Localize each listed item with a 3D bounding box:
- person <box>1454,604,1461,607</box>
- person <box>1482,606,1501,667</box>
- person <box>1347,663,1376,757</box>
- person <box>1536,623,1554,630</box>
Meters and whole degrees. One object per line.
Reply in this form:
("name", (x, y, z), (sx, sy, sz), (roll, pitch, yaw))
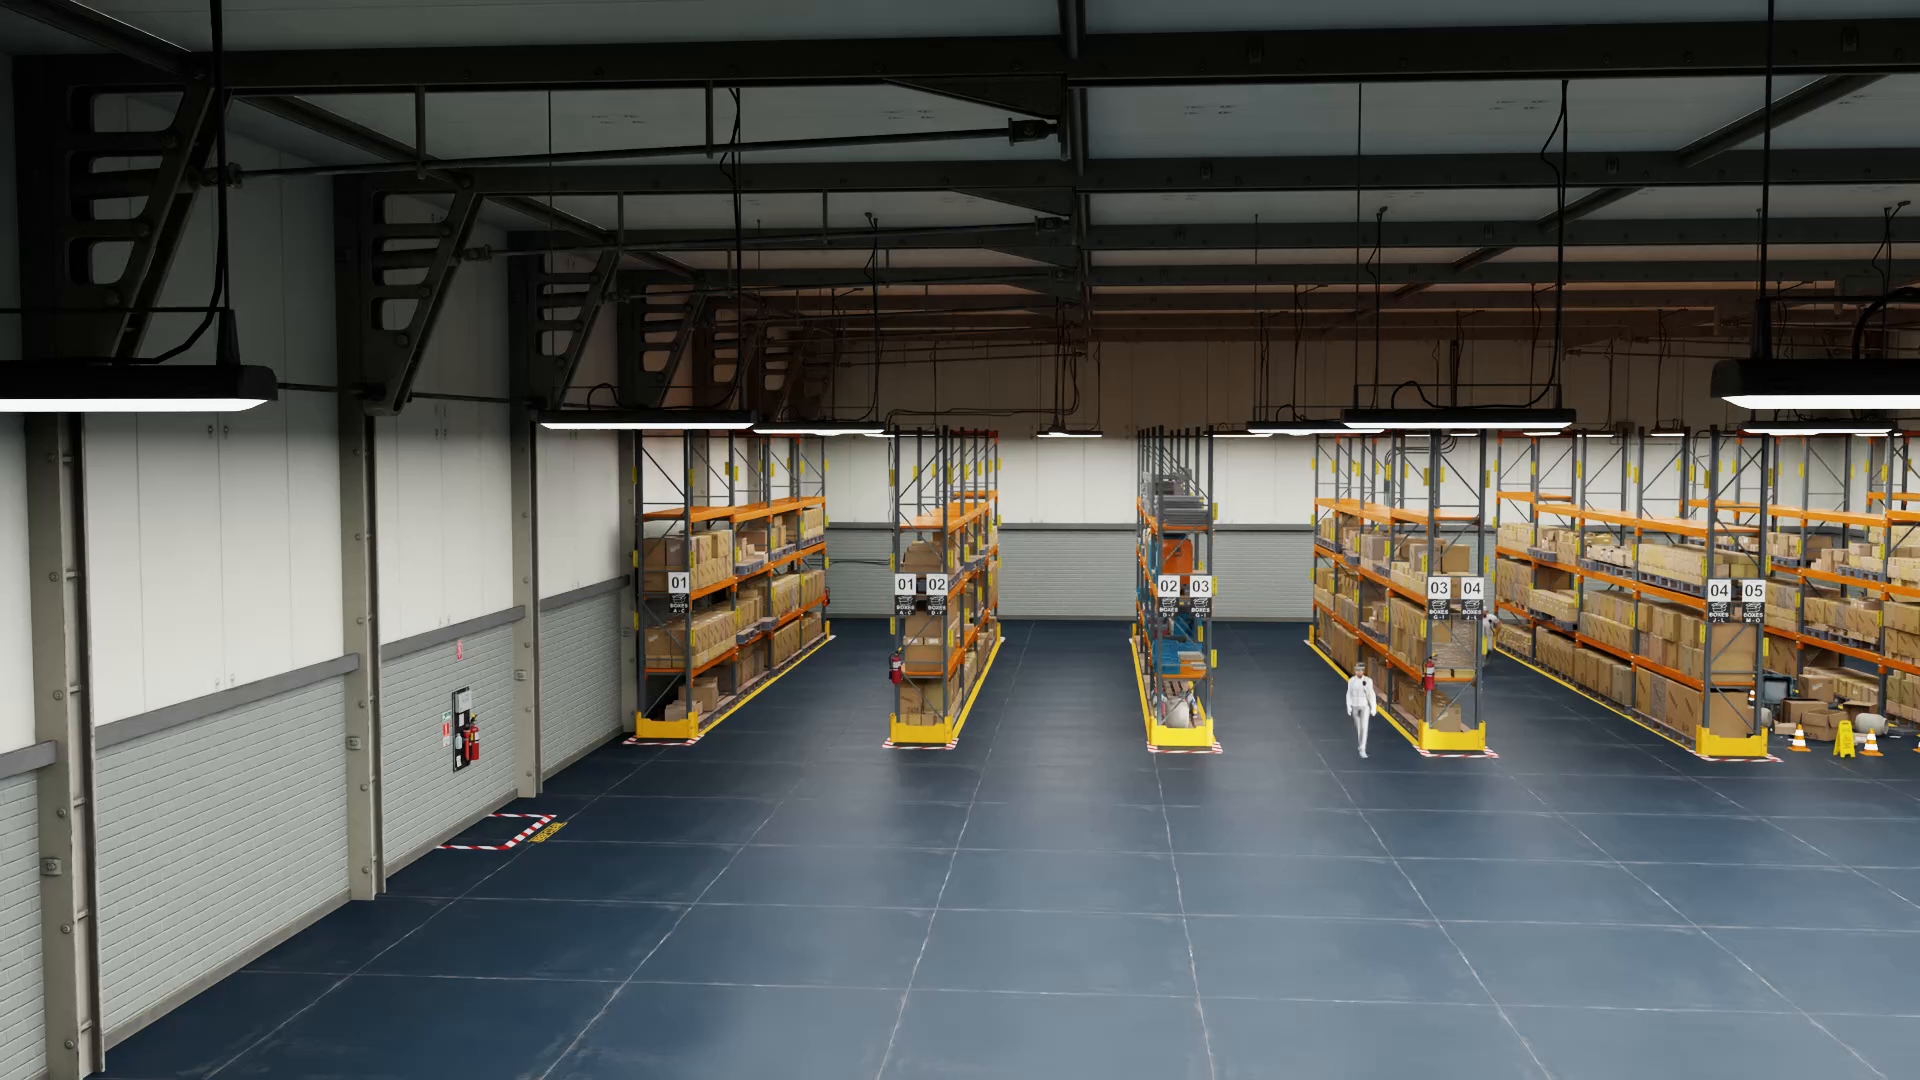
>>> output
("person", (13.367, 2.243, 44.714), (0.379, 1.537, 0.972), (0, 3, 4))
("person", (13.248, 2.423, 41.802), (0.666, 1.578, 0.729), (1, 4, 14))
("person", (7.291, 3.063, 30.341), (0.525, 1.648, 0.807), (2, 4, 36))
("person", (17.110, 2.007, 48.806), (1.052, 1.558, 0.442), (3, 4, 39))
